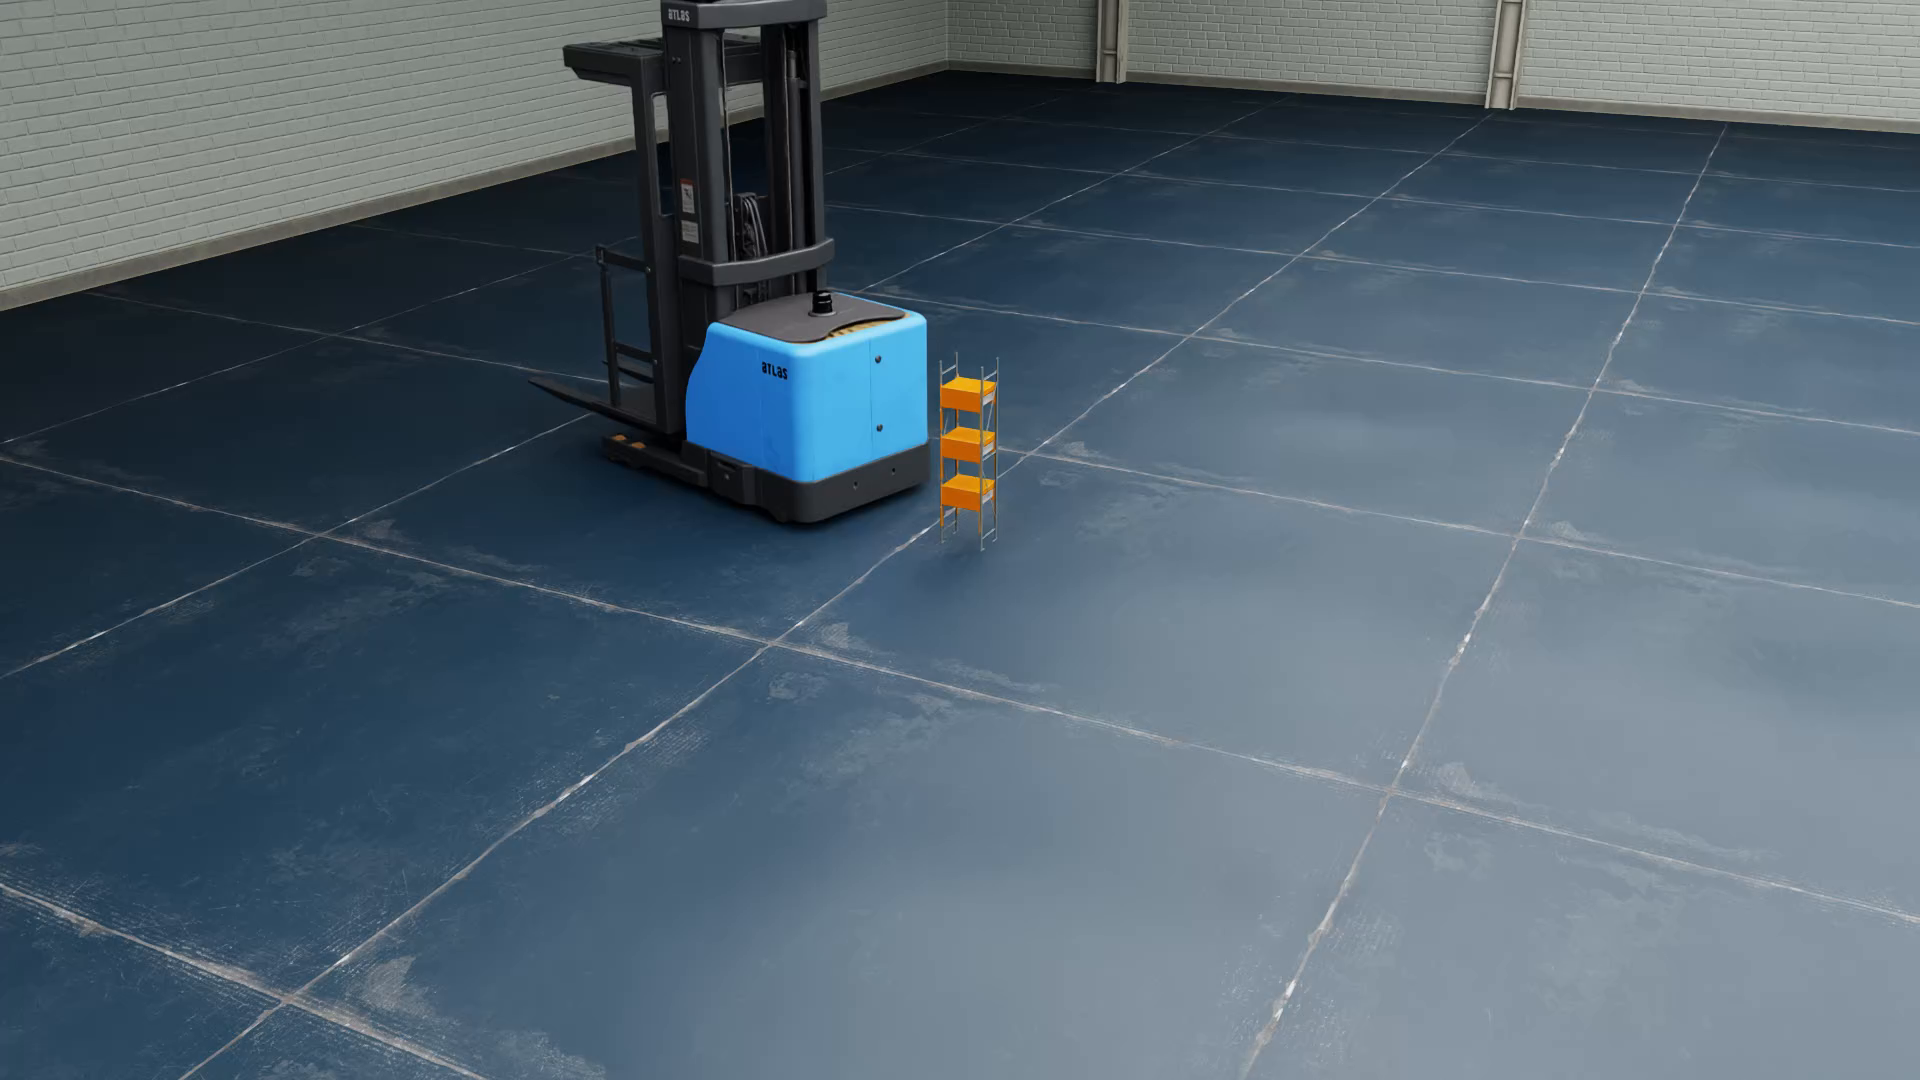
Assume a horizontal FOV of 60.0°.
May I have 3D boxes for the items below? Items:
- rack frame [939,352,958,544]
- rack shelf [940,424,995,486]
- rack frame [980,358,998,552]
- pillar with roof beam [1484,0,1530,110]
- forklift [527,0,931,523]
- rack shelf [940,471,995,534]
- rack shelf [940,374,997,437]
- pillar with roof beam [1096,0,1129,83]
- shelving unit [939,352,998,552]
[{"bbox_3d":[-0.061,-0.495,9.073,0.008,1.050,0.200,11,25,25],"label":"rack frame"},{"bbox_3d":[0.048,-0.464,9.026,0.240,0.259,0.215,11,25,25],"label":"rack shelf"},{"bbox_3d":[0.157,-0.452,8.972,0.008,1.050,0.200,11,25,25],"label":"rack frame"},{"bbox_3d":[5.801,-8.834,18.523,0.400,9.000,9.100,11,25,25],"label":"pillar with roof beam"},{"bbox_3d":[-1.594,-1.917,10.012,3.031,2.935,1.130,20,30,39],"label":"forklift"},{"bbox_3d":[0.048,-0.208,9.135,0.240,0.259,0.215,11,25,25],"label":"rack shelf"},{"bbox_3d":[0.048,-0.725,8.915,0.240,0.259,0.215,11,25,25],"label":"rack shelf"},{"bbox_3d":[0.447,-9.893,21.014,0.400,9.000,9.100,11,25,25],"label":"pillar with roof beam"},{"bbox_3d":[0.048,-0.474,9.022,0.252,1.050,0.215,11,25,25],"label":"shelving unit"}]
